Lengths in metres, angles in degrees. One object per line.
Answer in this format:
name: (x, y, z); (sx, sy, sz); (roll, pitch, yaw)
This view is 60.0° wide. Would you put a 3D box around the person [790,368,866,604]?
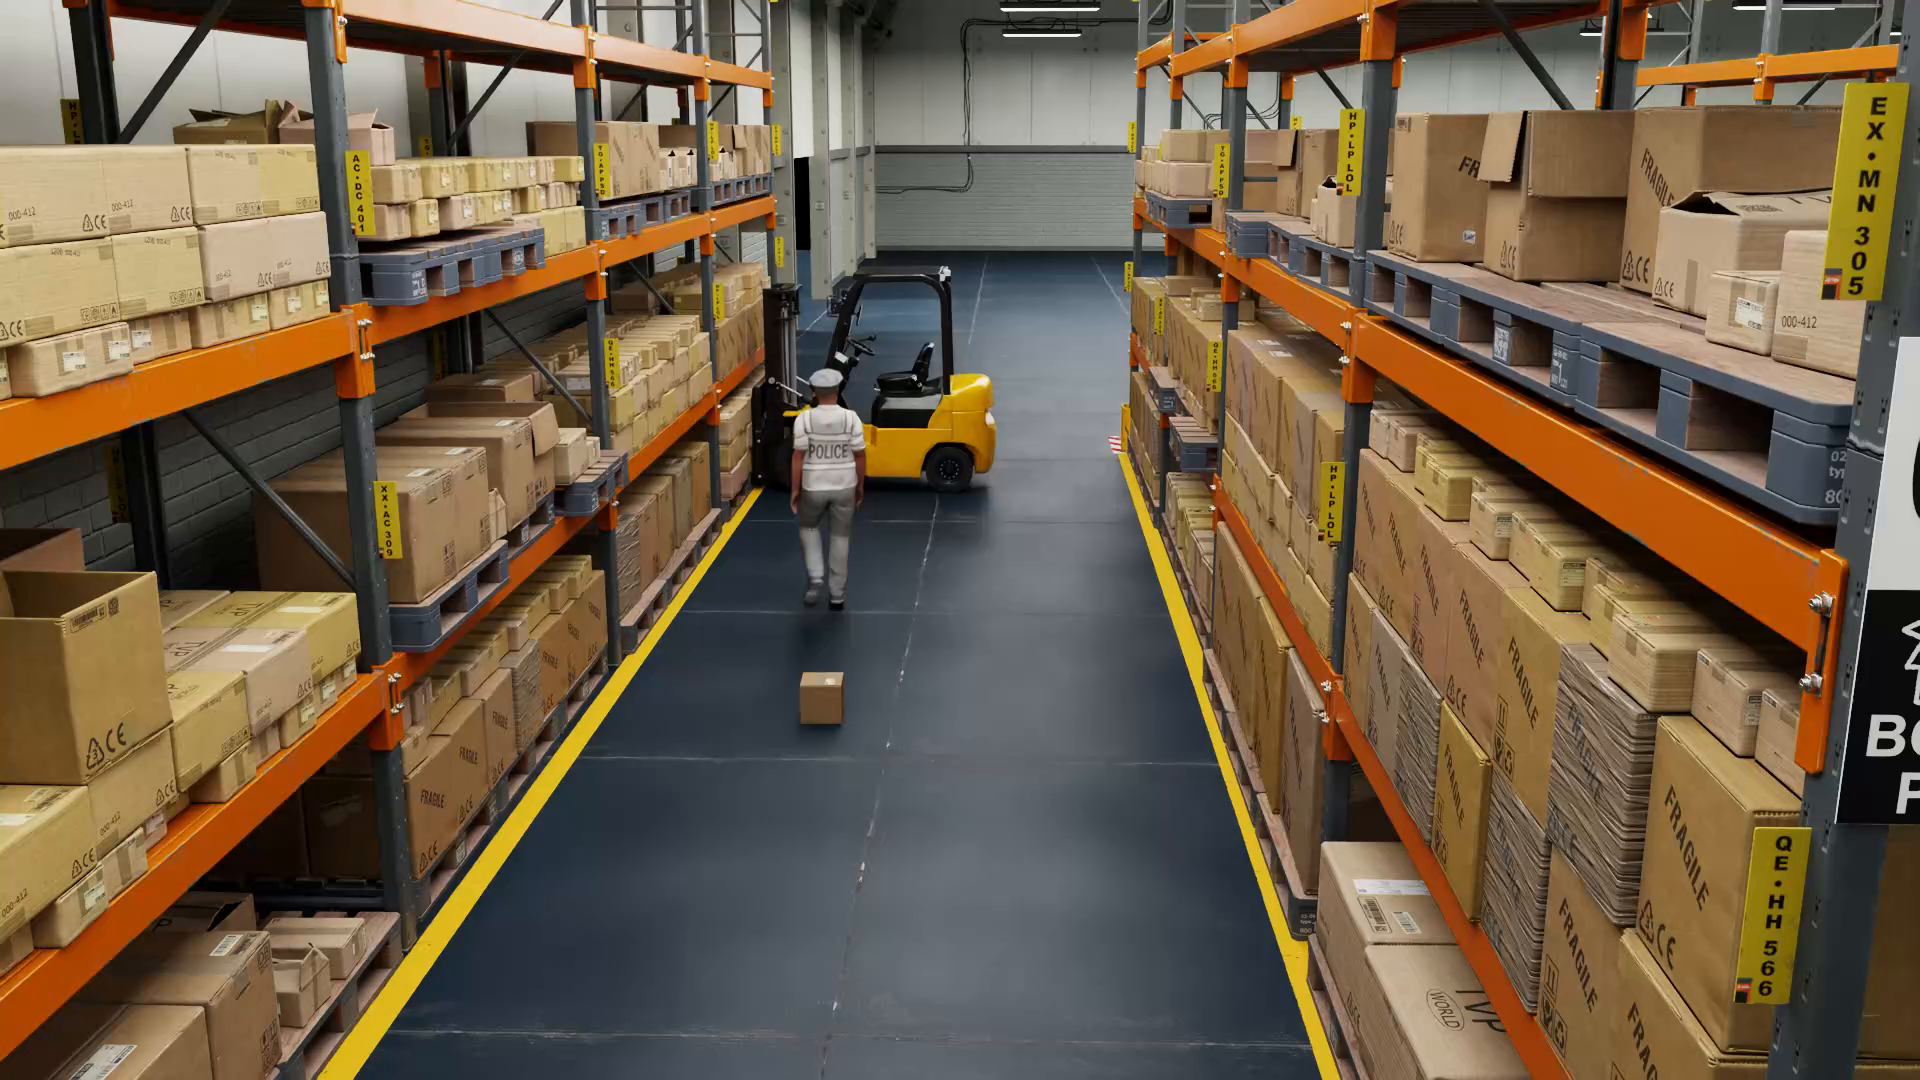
person: (-0.989, -0.381, 12.492); (0.573, 1.827, 0.475); (-1, 14, -5)
